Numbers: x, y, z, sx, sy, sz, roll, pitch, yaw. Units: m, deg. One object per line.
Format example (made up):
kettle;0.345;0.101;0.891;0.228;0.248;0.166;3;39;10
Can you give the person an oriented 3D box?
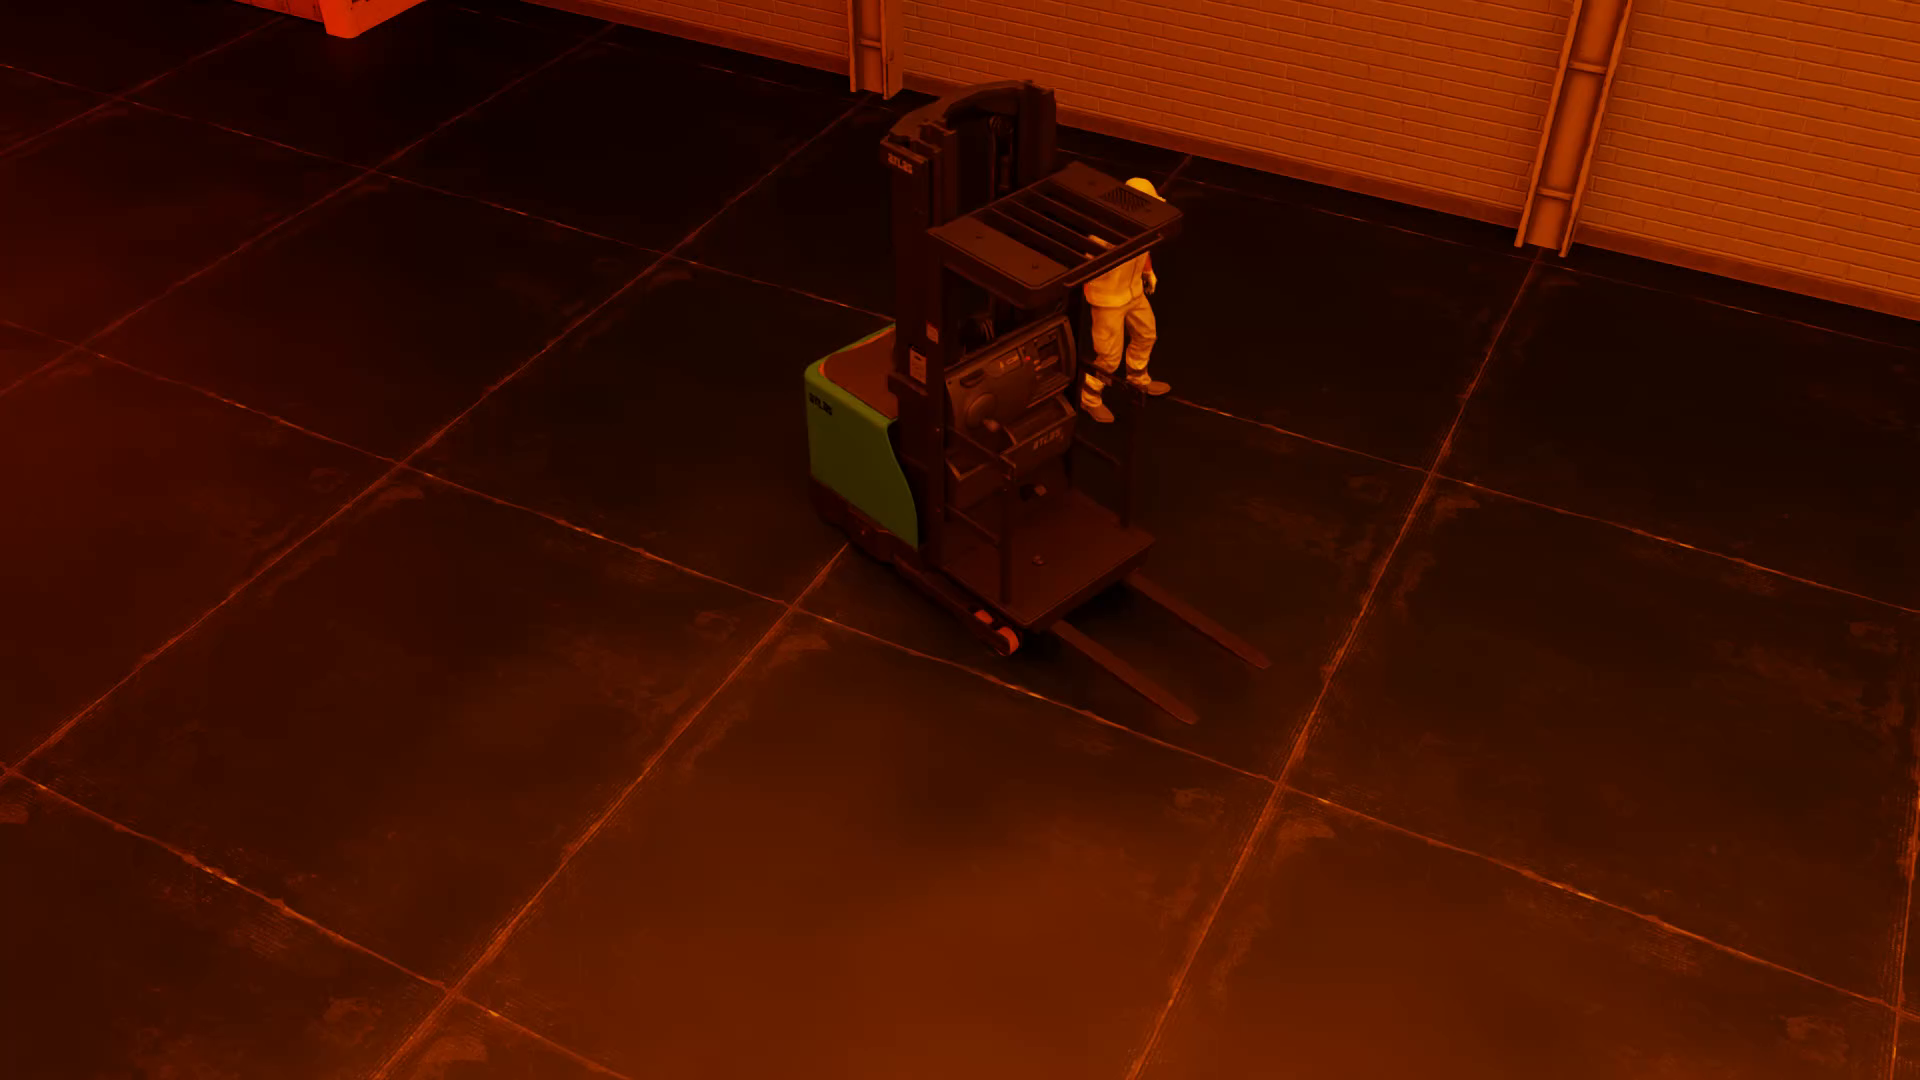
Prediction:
person;1.057;-1.559;10.756;0.433;1.750;0.852;30;49;31

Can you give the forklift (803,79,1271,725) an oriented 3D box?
forklift;0.430;-0.837;8.980;1.130;2.935;3.031;-31;49;-31
